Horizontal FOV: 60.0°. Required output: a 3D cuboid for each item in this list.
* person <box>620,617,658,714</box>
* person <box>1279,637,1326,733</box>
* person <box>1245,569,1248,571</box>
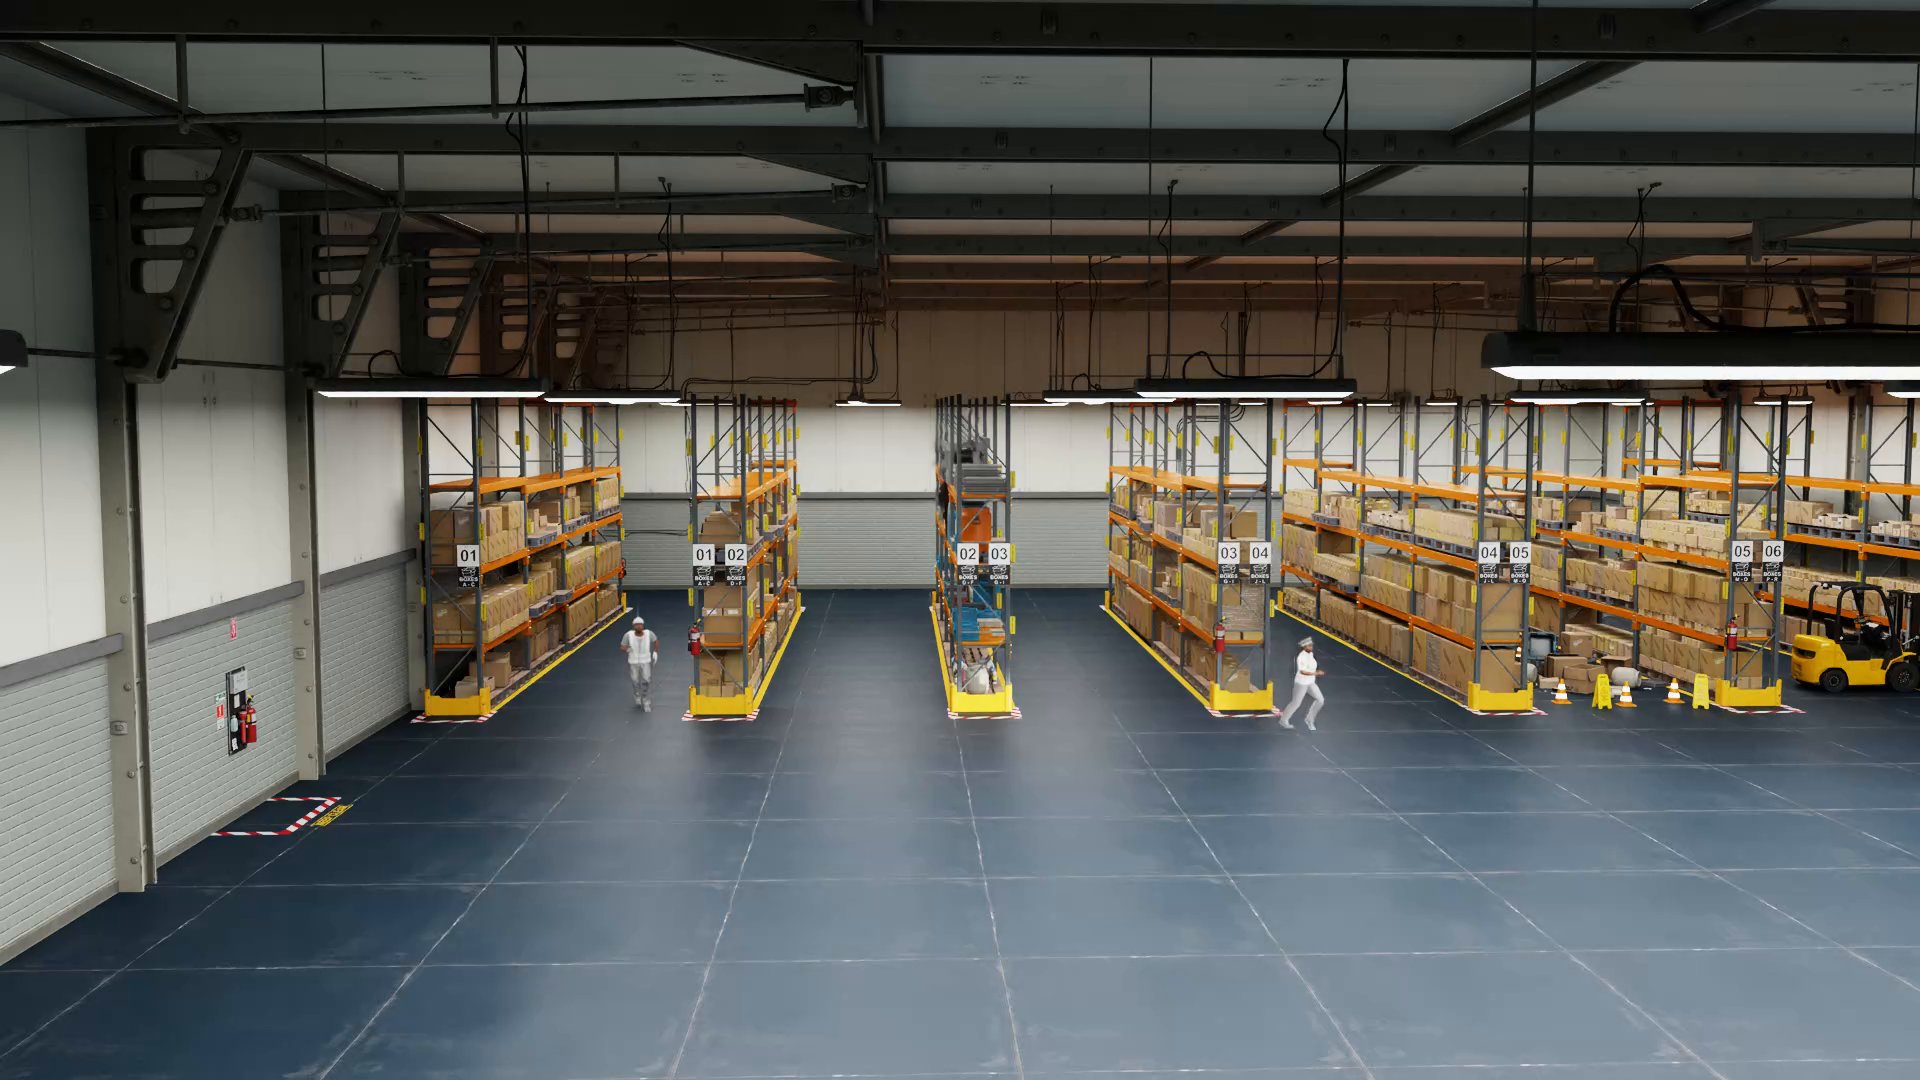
[{"bbox_3d":[-6.096,2.358,31.627,0.699,1.817,0.838,-1,5,-9],"label":"person"},{"bbox_3d":[6.121,2.558,29.503,0.861,1.709,0.587,4,6,42],"label":"person"},{"bbox_3d":[7.931,1.167,46.946,0.758,1.724,0.536,1,5,12],"label":"person"}]
